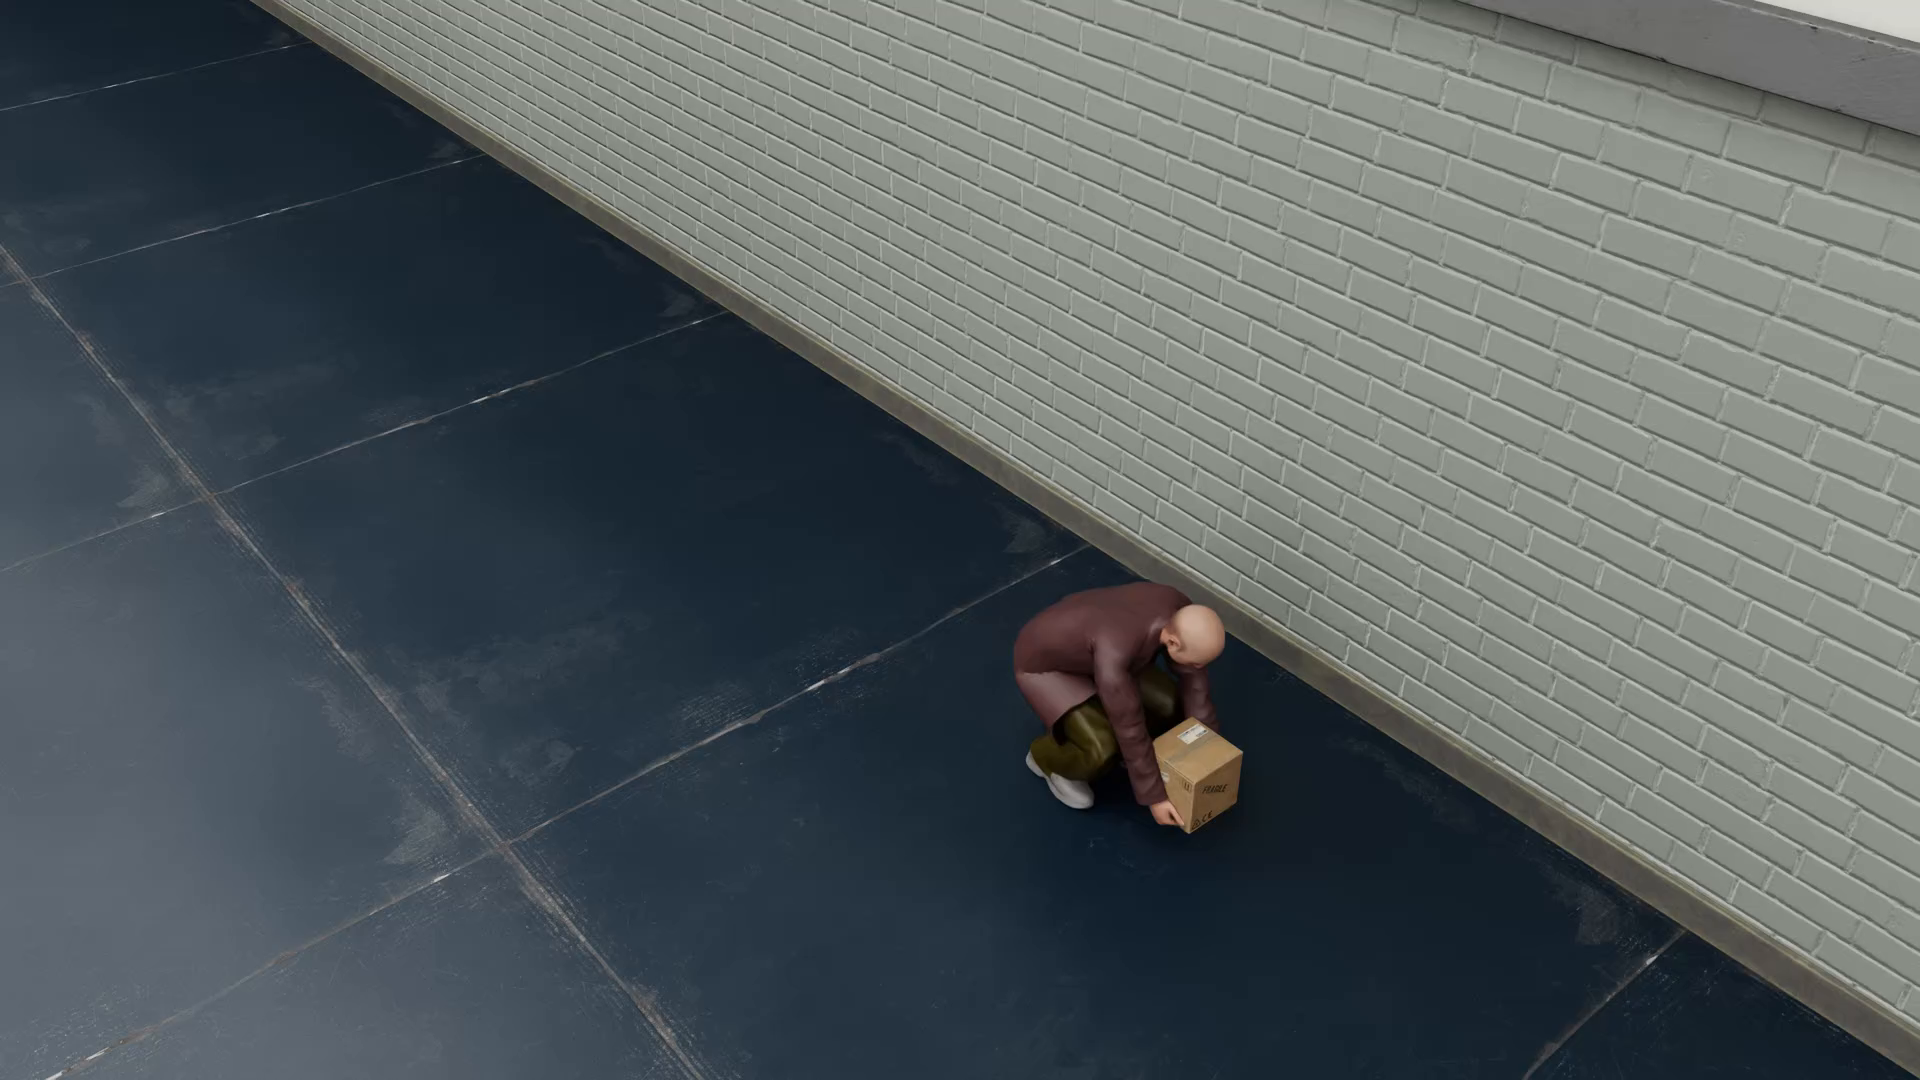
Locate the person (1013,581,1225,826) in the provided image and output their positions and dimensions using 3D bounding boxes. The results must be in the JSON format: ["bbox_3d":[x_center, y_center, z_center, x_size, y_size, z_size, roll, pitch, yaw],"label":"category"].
[{"bbox_3d":[0.589,0.553,6.069,0.578,0.987,0.924,-27,44,-33],"label":"person"}]
